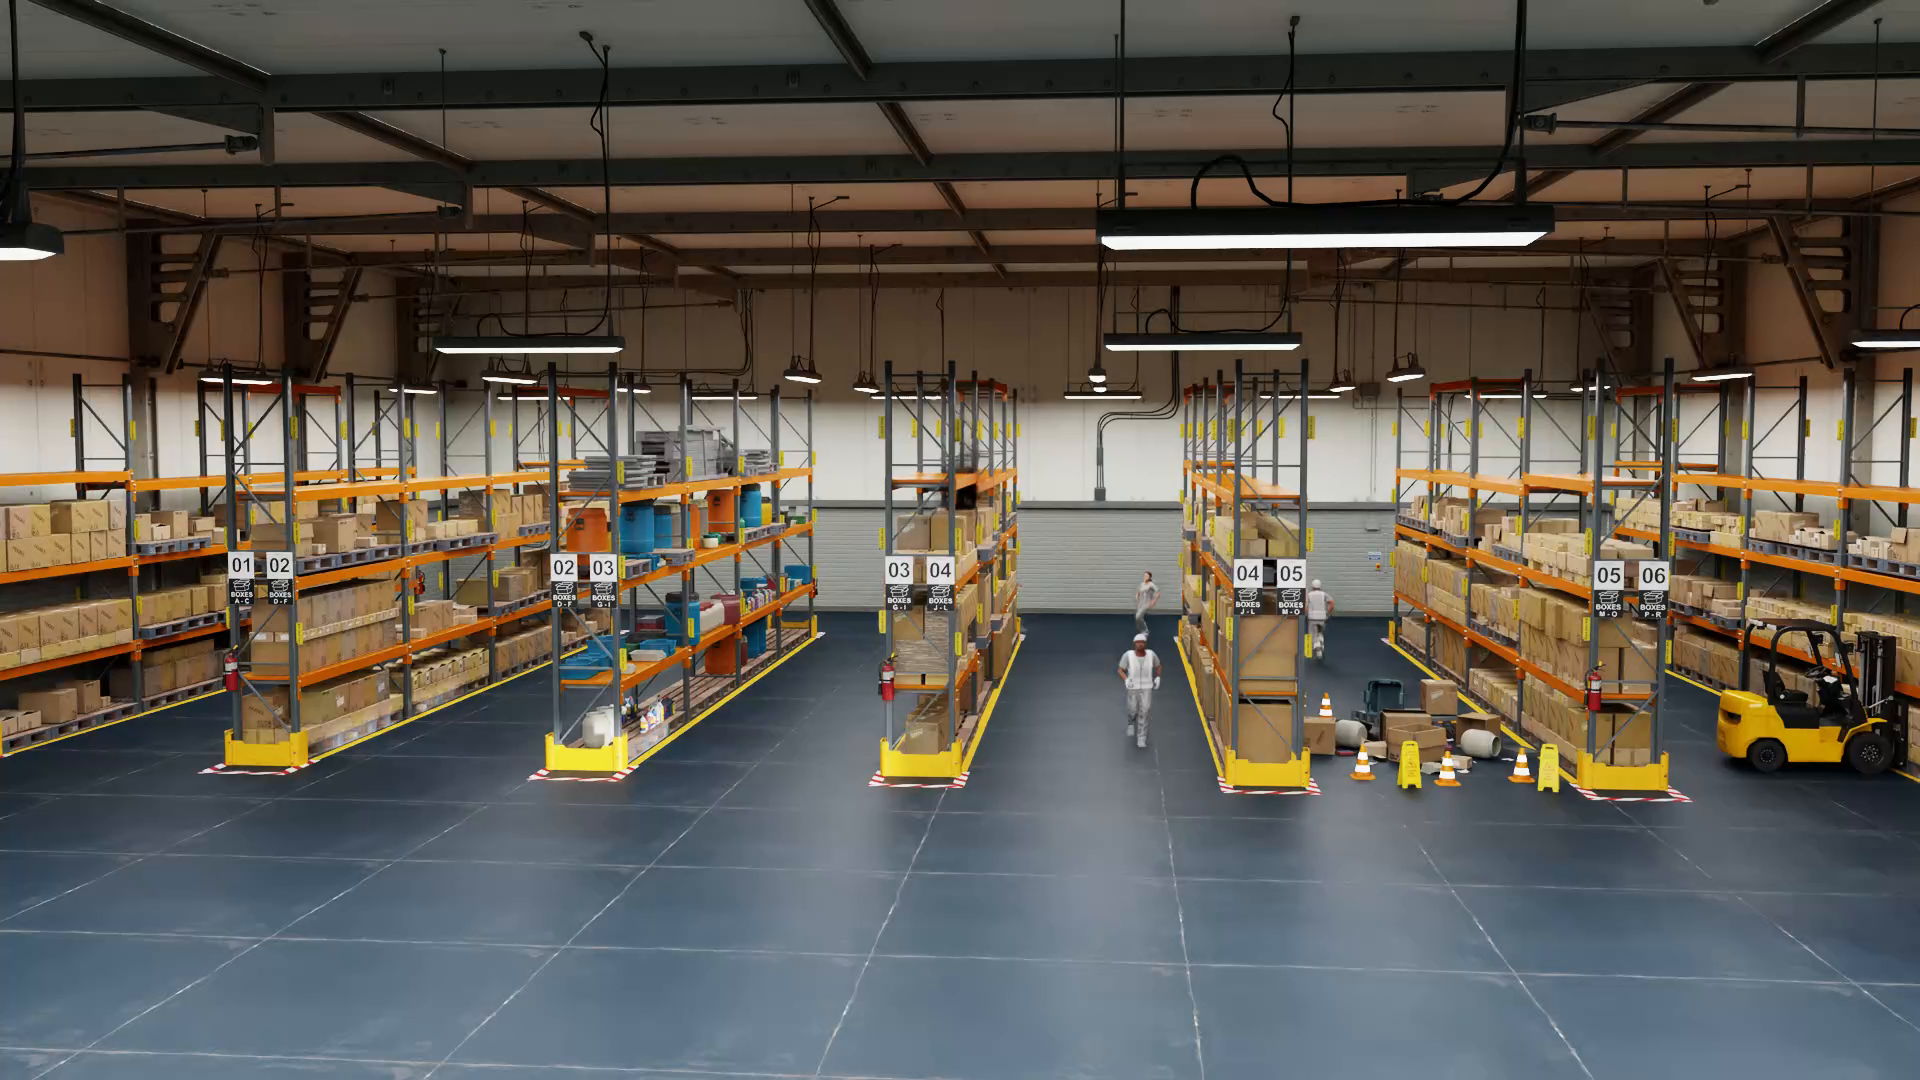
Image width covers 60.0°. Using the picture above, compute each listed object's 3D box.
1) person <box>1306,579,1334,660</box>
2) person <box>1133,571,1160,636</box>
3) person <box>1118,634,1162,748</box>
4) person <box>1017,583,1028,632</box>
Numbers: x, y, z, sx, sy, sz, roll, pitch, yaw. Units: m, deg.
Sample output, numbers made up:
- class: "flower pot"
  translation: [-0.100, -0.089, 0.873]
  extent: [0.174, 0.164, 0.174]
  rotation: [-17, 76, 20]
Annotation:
- class: "person"
  translation: [7.743, 1.752, 36.106]
  extent: [0.643, 1.798, 0.746]
  rotation: [0, 4, -2]
- class: "person"
  translation: [4.440, 1.559, 39.941]
  extent: [0.606, 1.617, 0.604]
  rotation: [-3, 5, -37]
- class: "person"
  translation: [2.875, 2.375, 26.555]
  extent: [0.709, 1.775, 0.770]
  rotation: [0, 4, 0]
- class: "person"
  translation: [1.206, 1.407, 41.233]
  extent: [1.047, 1.707, 0.693]
  rotation: [1, 4, 14]
